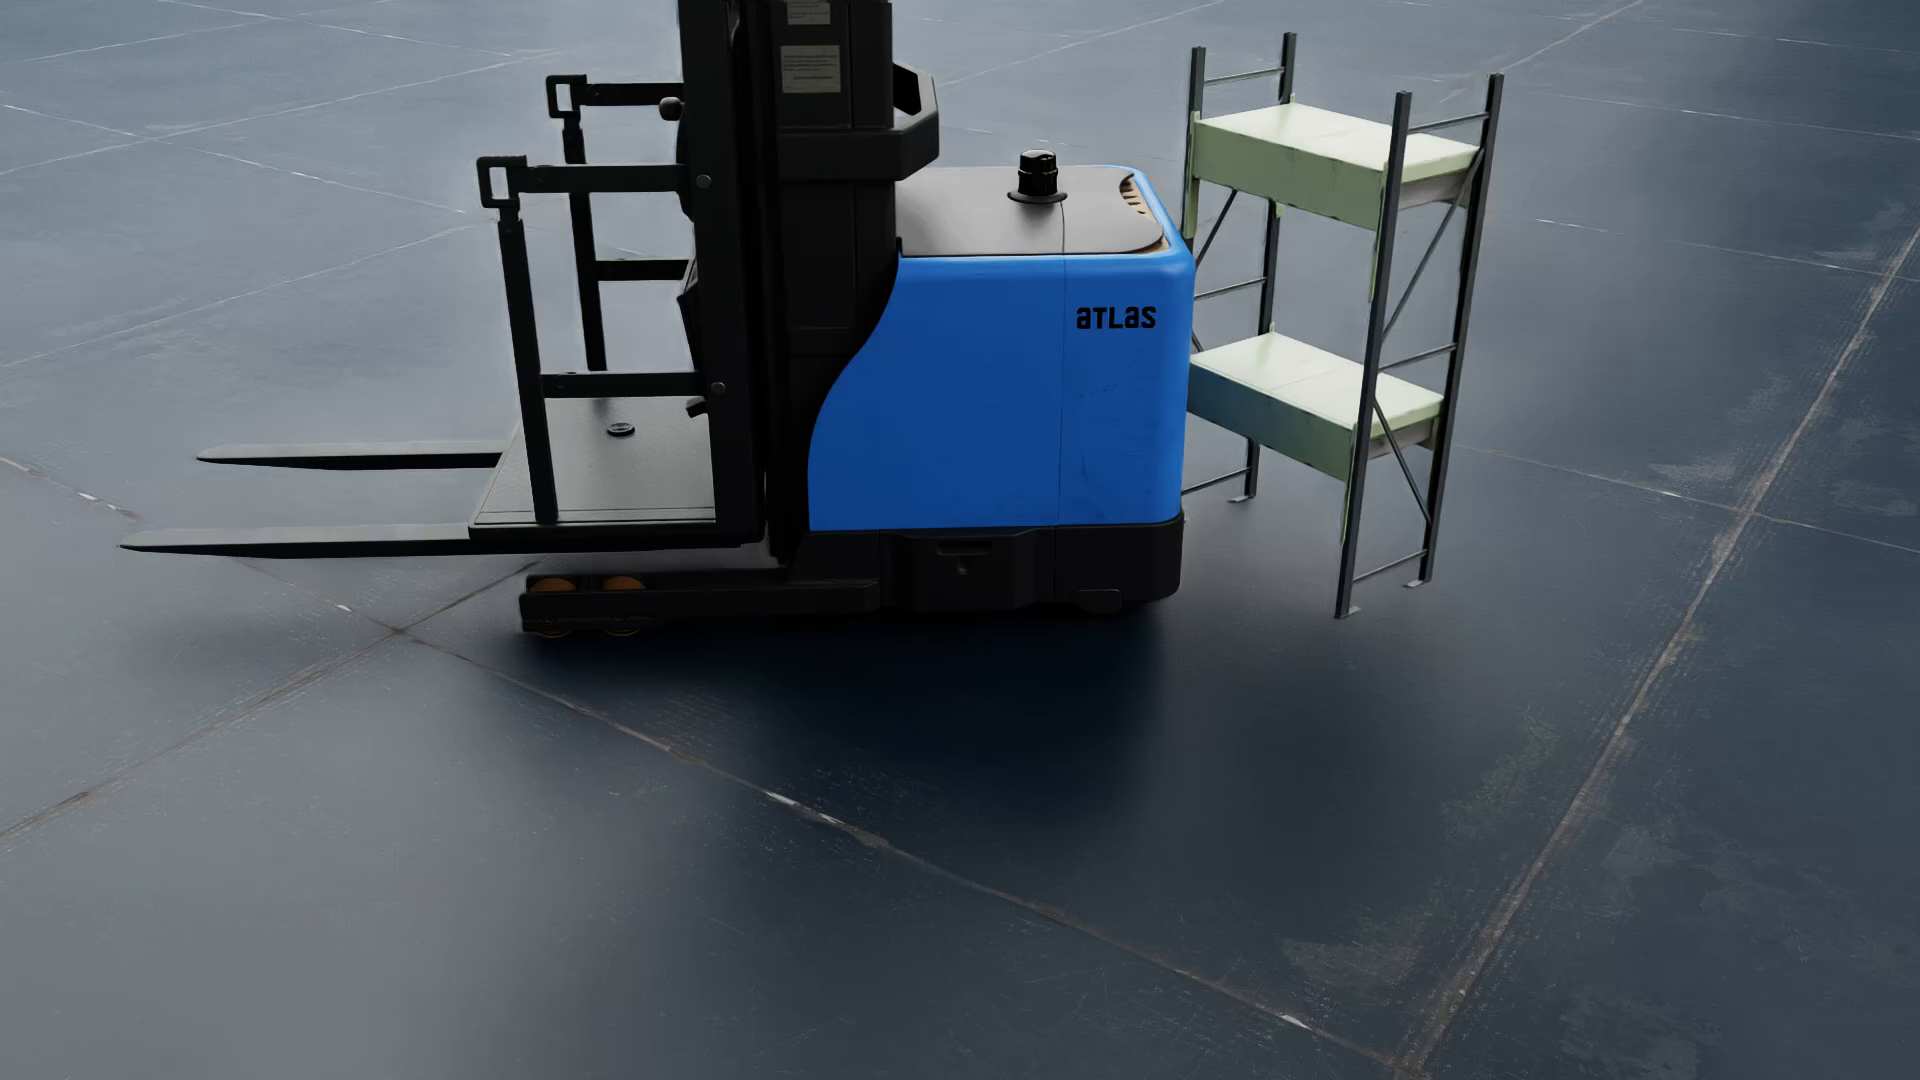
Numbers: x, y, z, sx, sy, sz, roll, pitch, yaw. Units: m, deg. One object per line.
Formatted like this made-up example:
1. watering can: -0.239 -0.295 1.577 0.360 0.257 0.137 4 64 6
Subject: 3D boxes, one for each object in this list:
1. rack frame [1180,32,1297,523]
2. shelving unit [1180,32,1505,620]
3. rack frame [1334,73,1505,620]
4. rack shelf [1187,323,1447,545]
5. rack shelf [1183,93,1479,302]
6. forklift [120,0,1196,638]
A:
1. rack frame: 0.817 -0.762 5.093 0.400 1.500 0.023 -18 32 -32
2. shelving unit: 1.034 -0.628 4.830 0.431 1.500 0.755 -18 32 -32
3. rack frame: 1.251 -0.494 4.568 0.400 1.500 0.023 -18 32 -32
4. rack shelf: 1.034 -0.337 4.978 0.431 0.370 0.720 -18 32 -32
5. rack shelf: 1.034 -0.976 4.653 0.431 0.370 0.720 -18 32 -32
6. forklift: -0.895 -1.275 4.524 3.031 2.935 1.130 -1 27 -2
